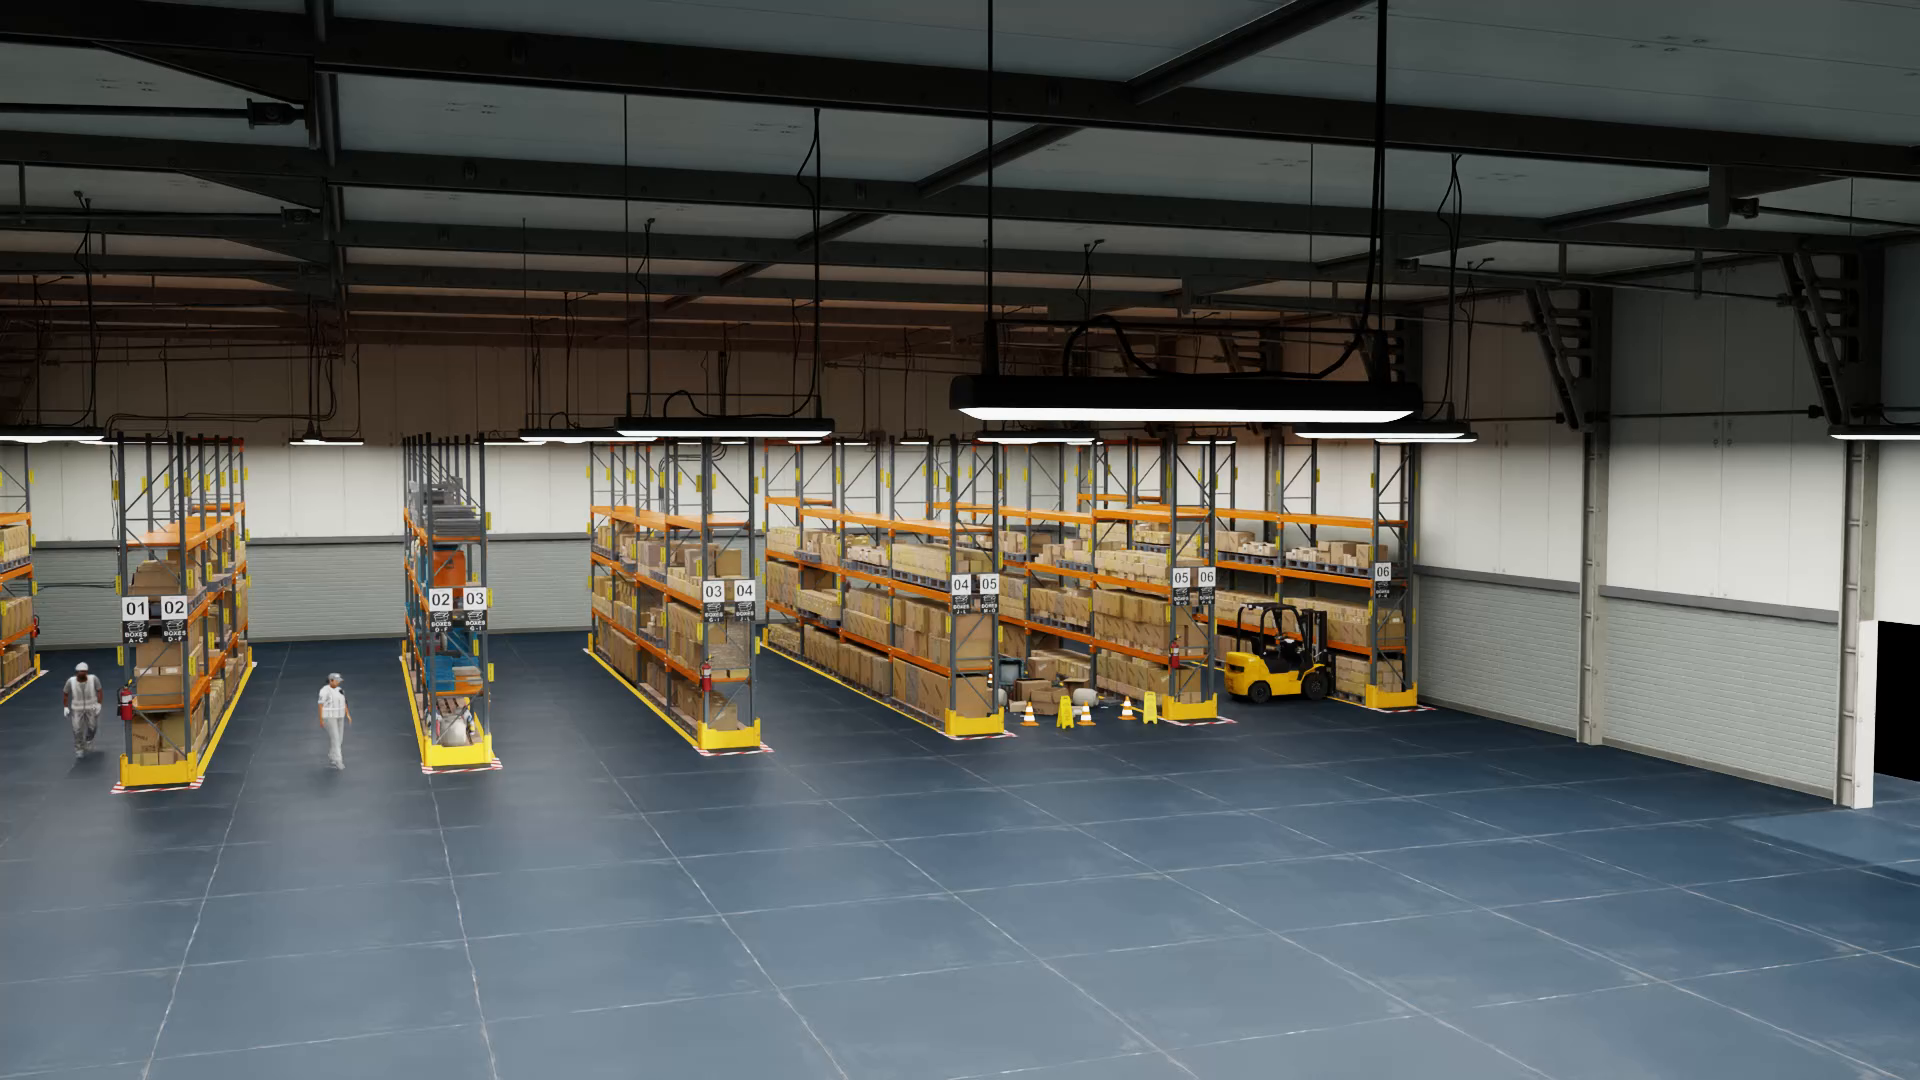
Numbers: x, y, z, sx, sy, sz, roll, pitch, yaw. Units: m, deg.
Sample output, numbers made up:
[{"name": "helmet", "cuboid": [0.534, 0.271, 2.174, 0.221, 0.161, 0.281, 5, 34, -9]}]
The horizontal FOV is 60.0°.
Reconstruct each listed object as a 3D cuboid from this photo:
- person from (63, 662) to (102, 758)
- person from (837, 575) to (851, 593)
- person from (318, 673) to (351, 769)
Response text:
[{"name": "person", "cuboid": [-16.306, 3.135, 30.905, 0.647, 1.763, 0.689, -2, 4, -30]}, {"name": "person", "cuboid": [-3.755, 1.881, 53.293, 0.568, 1.749, 0.927, 2, 4, 31]}, {"name": "person", "cuboid": [-11.212, 3.243, 29.973, 0.682, 1.681, 0.504, 2, 4, 27]}]
